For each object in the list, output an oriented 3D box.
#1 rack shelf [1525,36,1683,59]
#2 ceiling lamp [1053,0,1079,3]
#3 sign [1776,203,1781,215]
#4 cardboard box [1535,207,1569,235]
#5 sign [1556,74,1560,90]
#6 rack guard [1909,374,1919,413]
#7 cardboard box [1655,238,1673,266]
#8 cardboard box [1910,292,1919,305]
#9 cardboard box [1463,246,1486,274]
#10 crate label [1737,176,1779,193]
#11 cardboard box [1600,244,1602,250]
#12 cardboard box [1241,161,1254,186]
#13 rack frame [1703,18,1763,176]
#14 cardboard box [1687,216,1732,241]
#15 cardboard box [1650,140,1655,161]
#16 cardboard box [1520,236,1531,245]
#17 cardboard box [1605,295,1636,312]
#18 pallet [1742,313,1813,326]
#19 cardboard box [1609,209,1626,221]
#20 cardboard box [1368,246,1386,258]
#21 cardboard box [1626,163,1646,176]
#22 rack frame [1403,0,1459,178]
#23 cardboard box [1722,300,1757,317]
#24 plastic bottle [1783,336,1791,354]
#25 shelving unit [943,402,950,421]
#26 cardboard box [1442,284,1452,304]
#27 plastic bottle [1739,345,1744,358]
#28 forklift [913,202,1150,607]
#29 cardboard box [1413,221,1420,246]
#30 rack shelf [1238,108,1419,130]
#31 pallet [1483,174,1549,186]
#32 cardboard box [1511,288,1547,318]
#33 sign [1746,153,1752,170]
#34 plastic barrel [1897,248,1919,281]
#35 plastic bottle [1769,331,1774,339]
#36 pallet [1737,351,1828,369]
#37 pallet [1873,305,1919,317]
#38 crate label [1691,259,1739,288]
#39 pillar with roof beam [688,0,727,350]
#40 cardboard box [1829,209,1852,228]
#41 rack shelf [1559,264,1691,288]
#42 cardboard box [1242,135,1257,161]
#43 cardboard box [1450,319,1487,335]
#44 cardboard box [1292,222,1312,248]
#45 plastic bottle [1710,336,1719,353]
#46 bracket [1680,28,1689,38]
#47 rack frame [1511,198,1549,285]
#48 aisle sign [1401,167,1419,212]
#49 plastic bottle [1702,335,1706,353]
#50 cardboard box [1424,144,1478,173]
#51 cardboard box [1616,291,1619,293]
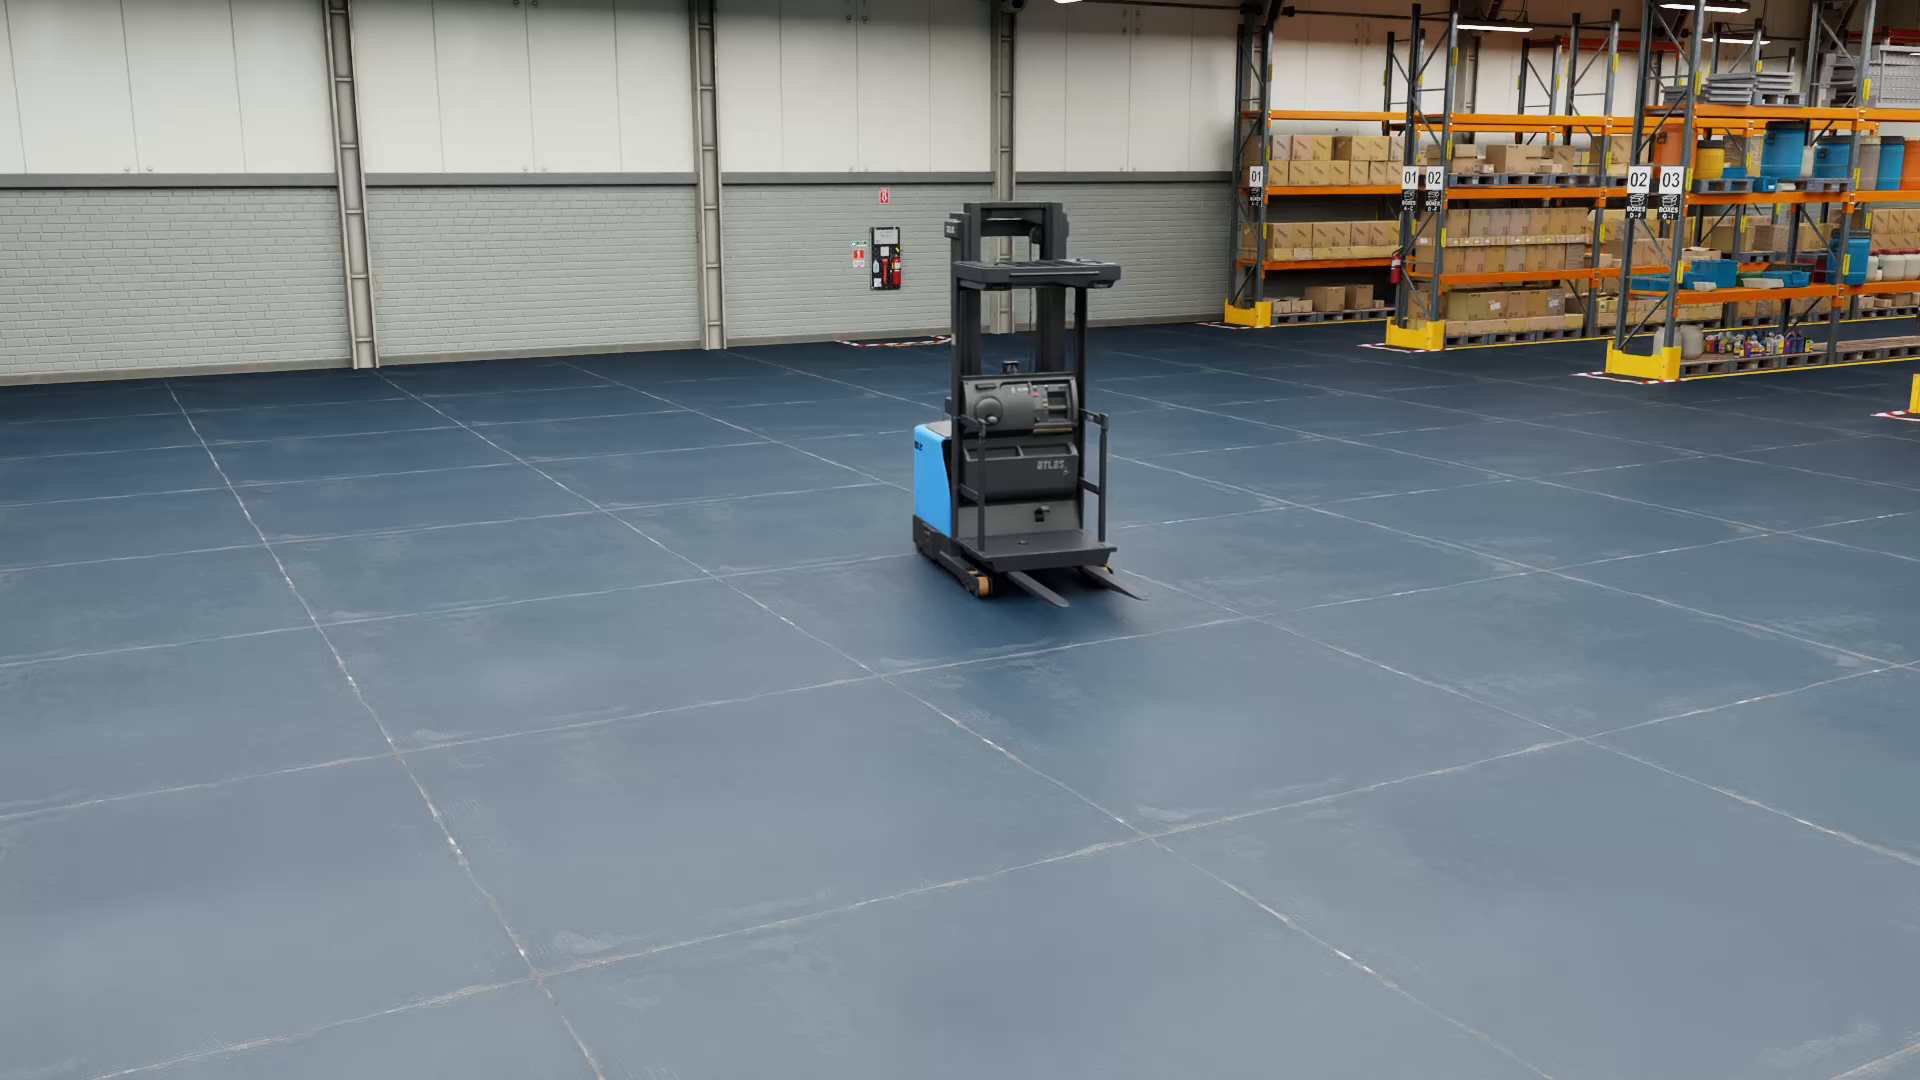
[{"bbox_3d":[14.670,-11.185,37.881,4.000,0.370,1.077,-7,14,-28],"label":"rack shelf"},{"bbox_3d":[1.908,-10.208,26.177,0.800,3.185,2.000,-7,14,-28],"label":"ceiling lamp"},{"bbox_3d":[20.184,-8.193,41.006,0.005,0.325,0.100,-7,14,-28],"label":"sign"},{"bbox_3d":[10.951,-5.982,31.177,0.500,0.500,0.700,-7,14,-28],"label":"cardboard box"},{"bbox_3d":[13.183,-10.095,36.661,0.005,0.325,0.100,-7,14,-28],"label":"sign"},{"bbox_3d":[13.080,-1.860,21.736,0.348,0.500,1.175,-7,14,-28],"label":"rack guard"},{"bbox_3d":[13.827,-5.692,32.841,0.500,0.500,0.500,-8,15,-31],"label":"cardboard box"},{"bbox_3d":[21.106,-5.339,36.760,0.500,0.250,0.500,-7,14,-28],"label":"cardboard box"},{"bbox_3d":[9.144,-5.133,30.357,0.500,0.500,0.700,-6,14,-26],"label":"cardboard box"},{"bbox_3d":[12.441,-5.550,25.946,0.408,0.251,0.502,-7,14,-28],"label":"crate label"},{"bbox_3d":[14.656,-6.818,38.598,0.250,0.149,0.380,-7,14,-28],"label":"cardboard box"},{"bbox_3d":[6.138,-7.550,34.220,0.500,0.500,0.500,-6,14,-24],"label":"cardboard box"},{"bbox_3d":[15.292,-8.750,32.992,0.127,3.000,1.000,-7,14,-28],"label":"rack frame"},{"bbox_3d":[18.187,-7.552,40.652,0.700,0.700,0.980,-8,15,-31],"label":"cardboard box"},{"bbox_3d":[16.927,-9.326,39.835,0.500,0.500,0.500,-7,14,-28],"label":"cardboard box"},{"bbox_3d":[10.298,-5.536,30.669,0.250,0.149,0.380,-6,14,-26],"label":"cardboard box"},{"bbox_3d":[12.705,-4.586,32.184,0.500,0.311,0.500,-7,14,-29],"label":"cardboard box"},{"bbox_3d":[17.035,-4.661,34.840,1.213,0.211,1.003,-7,14,-28],"label":"pallet"},{"bbox_3d":[15.237,-7.563,38.726,0.500,0.250,0.500,-7,14,-27],"label":"cardboard box"},{"bbox_3d":[8.692,-6.134,35.328,0.500,0.250,0.500,-7,14,-28],"label":"cardboard box"},{"bbox_3d":[12.807,-7.118,31.961,0.500,0.250,0.500,-8,15,-33],"label":"cardboard box"},{"bbox_3d":[8.270,-7.908,29.252,0.127,3.000,1.000,-7,14,-28],"label":"rack frame"},{"bbox_3d":[15.828,-4.811,33.845,0.500,0.500,0.500,-6,14,-25],"label":"cardboard box"},{"bbox_3d":[13.432,-3.168,27.038,0.133,0.283,0.061,-6,14,-24],"label":"plastic bottle"},{"bbox_3d":[-0.020,-0.591,14.493,0.189,1.200,0.258,-4,13,-21],"label":"shelving unit"},{"bbox_3d":[10.471,-5.496,36.890,0.500,0.500,0.700,-7,15,-29],"label":"cardboard box"},{"bbox_3d":[12.471,-3.017,26.555,0.097,0.201,0.097,0,13,0],"label":"plastic bottle"},{"bbox_3d":[0.545,-1.089,12.771,1.130,2.935,3.031,-4,13,-18],"label":"forklift"},{"bbox_3d":[9.867,-6.667,36.170,0.500,0.500,0.700,-7,14,-28],"label":"cardboard box"},{"bbox_3d":[7.648,-8.720,34.507,4.000,0.370,1.077,-7,14,-28],"label":"rack shelf"},{"bbox_3d":[9.975,-6.600,30.474,1.213,0.211,1.003,-7,14,-28],"label":"pallet"},{"bbox_3d":[10.597,-4.437,31.089,0.500,0.500,0.500,-7,14,-28],"label":"cardboard box"},{"bbox_3d":[15.550,-7.469,32.777,0.005,0.325,0.100,-7,14,-28],"label":"sign"},{"bbox_3d":[16.119,-4.694,28.327,0.433,0.535,0.433,0,13,0],"label":"plastic barrel"},{"bbox_3d":[13.661,-3.382,28.015,0.097,0.271,0.097,0,13,0],"label":"plastic bottle"},{"bbox_3d":[13.541,-3.024,27.565,1.213,0.211,1.003,-7,14,-28],"label":"pallet"},{"bbox_3d":[20.478,-5.084,36.721,1.213,0.211,1.003,-7,14,-28],"label":"pallet"},{"bbox_3d":[12.126,-4.289,26.756,0.616,0.435,0.502,-7,14,-28],"label":"crate label"},{"bbox_3d":[-2.377,-7.011,25.264,0.400,9.000,9.100,-7,14,-28],"label":"pillar with roof beam"},{"bbox_3d":[19.122,-6.883,35.858,0.500,0.500,0.500,-7,14,-28],"label":"cardboard box"},{"bbox_3d":[13.536,-5.261,32.795,4.000,0.370,1.077,-7,14,-28],"label":"rack shelf"},{"bbox_3d":[6.146,-8.041,34.124,0.500,0.500,0.500,-6,14,-25],"label":"cardboard box"},{"bbox_3d":[9.284,-3.911,30.464,0.500,0.250,0.500,-7,14,-28],"label":"cardboard box"},{"bbox_3d":[6.895,-6.280,34.271,0.500,0.500,0.500,-7,14,-28],"label":"cardboard box"},{"bbox_3d":[12.328,-3.194,27.155,0.133,0.283,0.061,-7,14,-28],"label":"plastic bottle"},{"bbox_3d":[17.160,-12.096,39.665,0.430,0.232,0.235,-7,14,-28],"label":"bracket"},{"bbox_3d":[12.915,-6.777,37.891,0.127,3.000,1.000,-7,14,-28],"label":"rack frame"},{"bbox_3d":[8.071,-6.299,29.846,0.004,0.787,0.394,-7,14,-28],"label":"aisle sign"},{"bbox_3d":[12.136,-3.209,27.222,0.133,0.283,0.061,-6,14,-26],"label":"plastic bottle"},{"bbox_3d":[8.776,-6.828,29.774,0.637,0.503,0.797,-6,14,-24],"label":"cardboard box"},{"bbox_3d":[13.334,-4.797,33.121,0.500,0.311,0.500,-7,14,-29],"label":"cardboard box"}]
